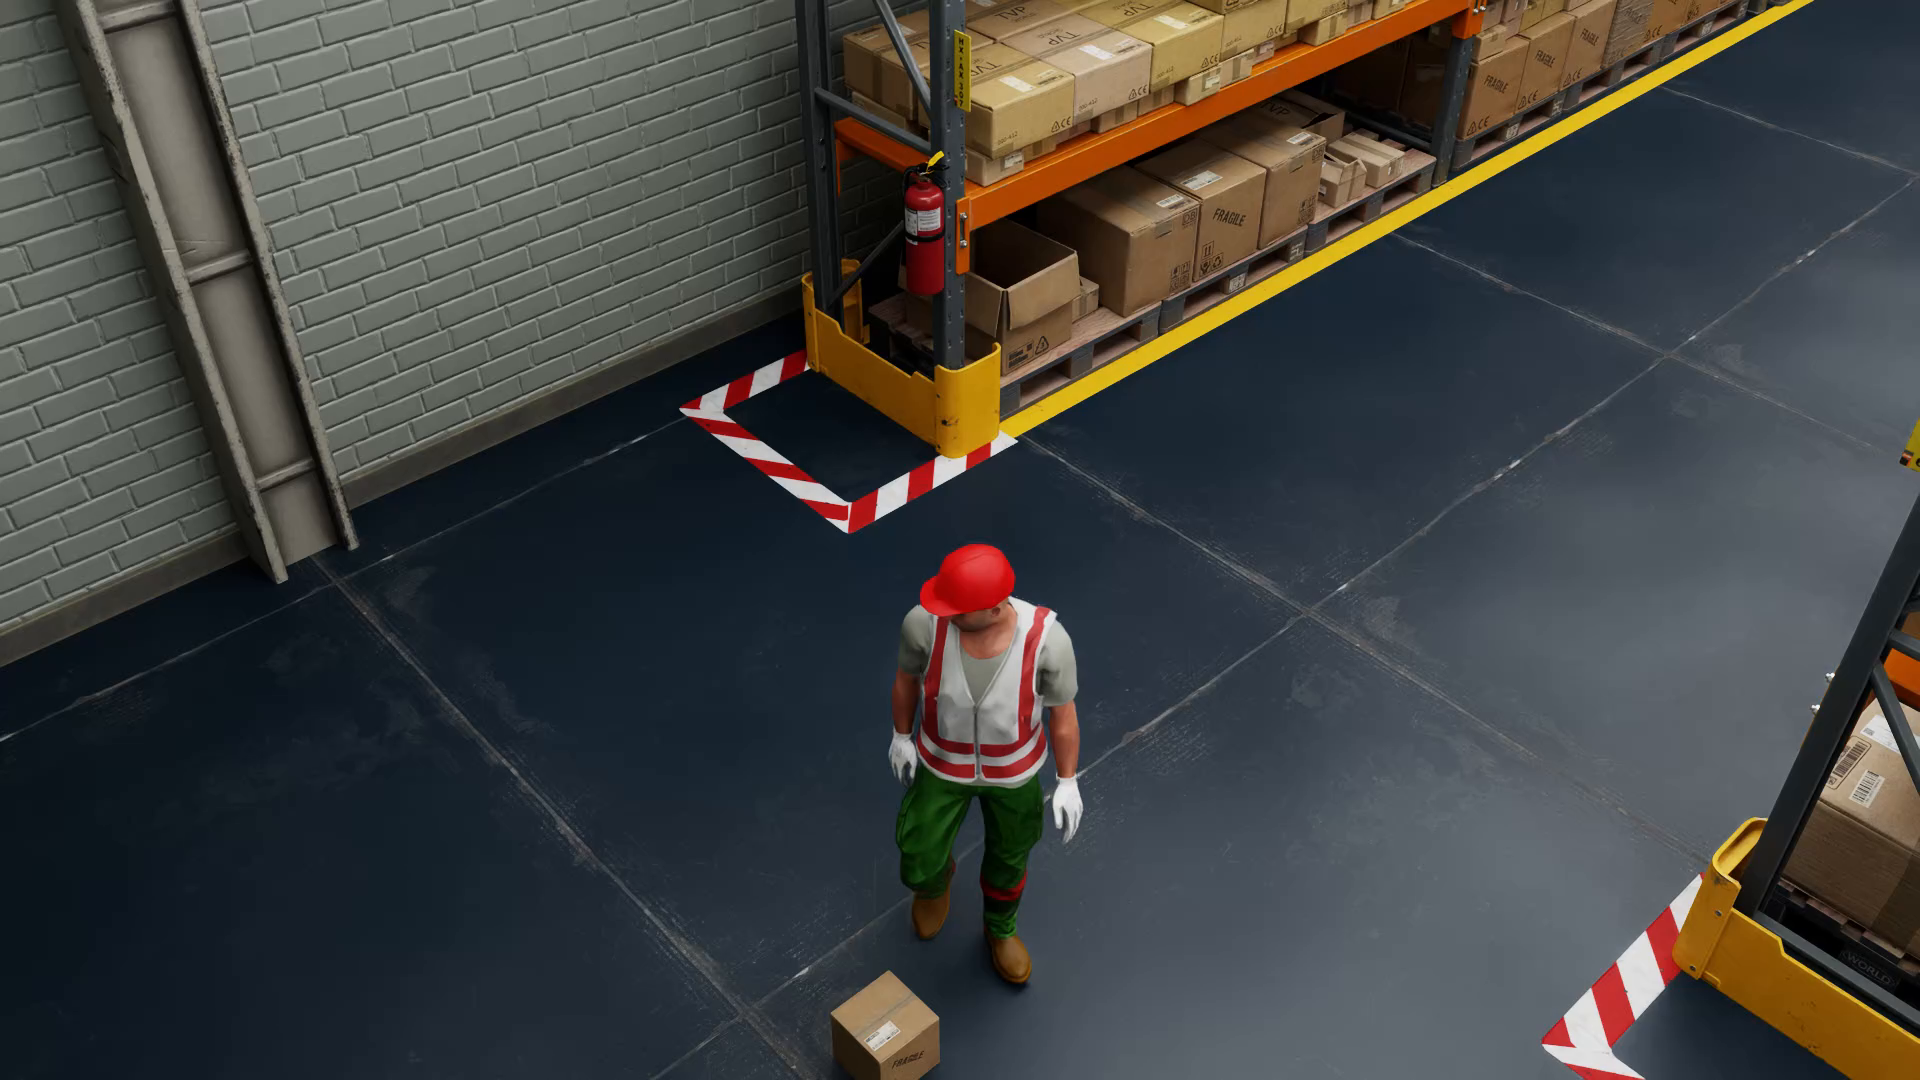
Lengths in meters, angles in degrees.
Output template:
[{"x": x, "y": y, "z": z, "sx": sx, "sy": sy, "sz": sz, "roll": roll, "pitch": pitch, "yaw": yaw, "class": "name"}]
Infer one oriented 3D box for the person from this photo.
[{"x": 0.078, "y": 0.711, "z": 5.235, "sx": 0.619, "sy": 1.784, "sz": 0.458, "roll": 1, "pitch": 39, "yaw": 2, "class": "person"}]
